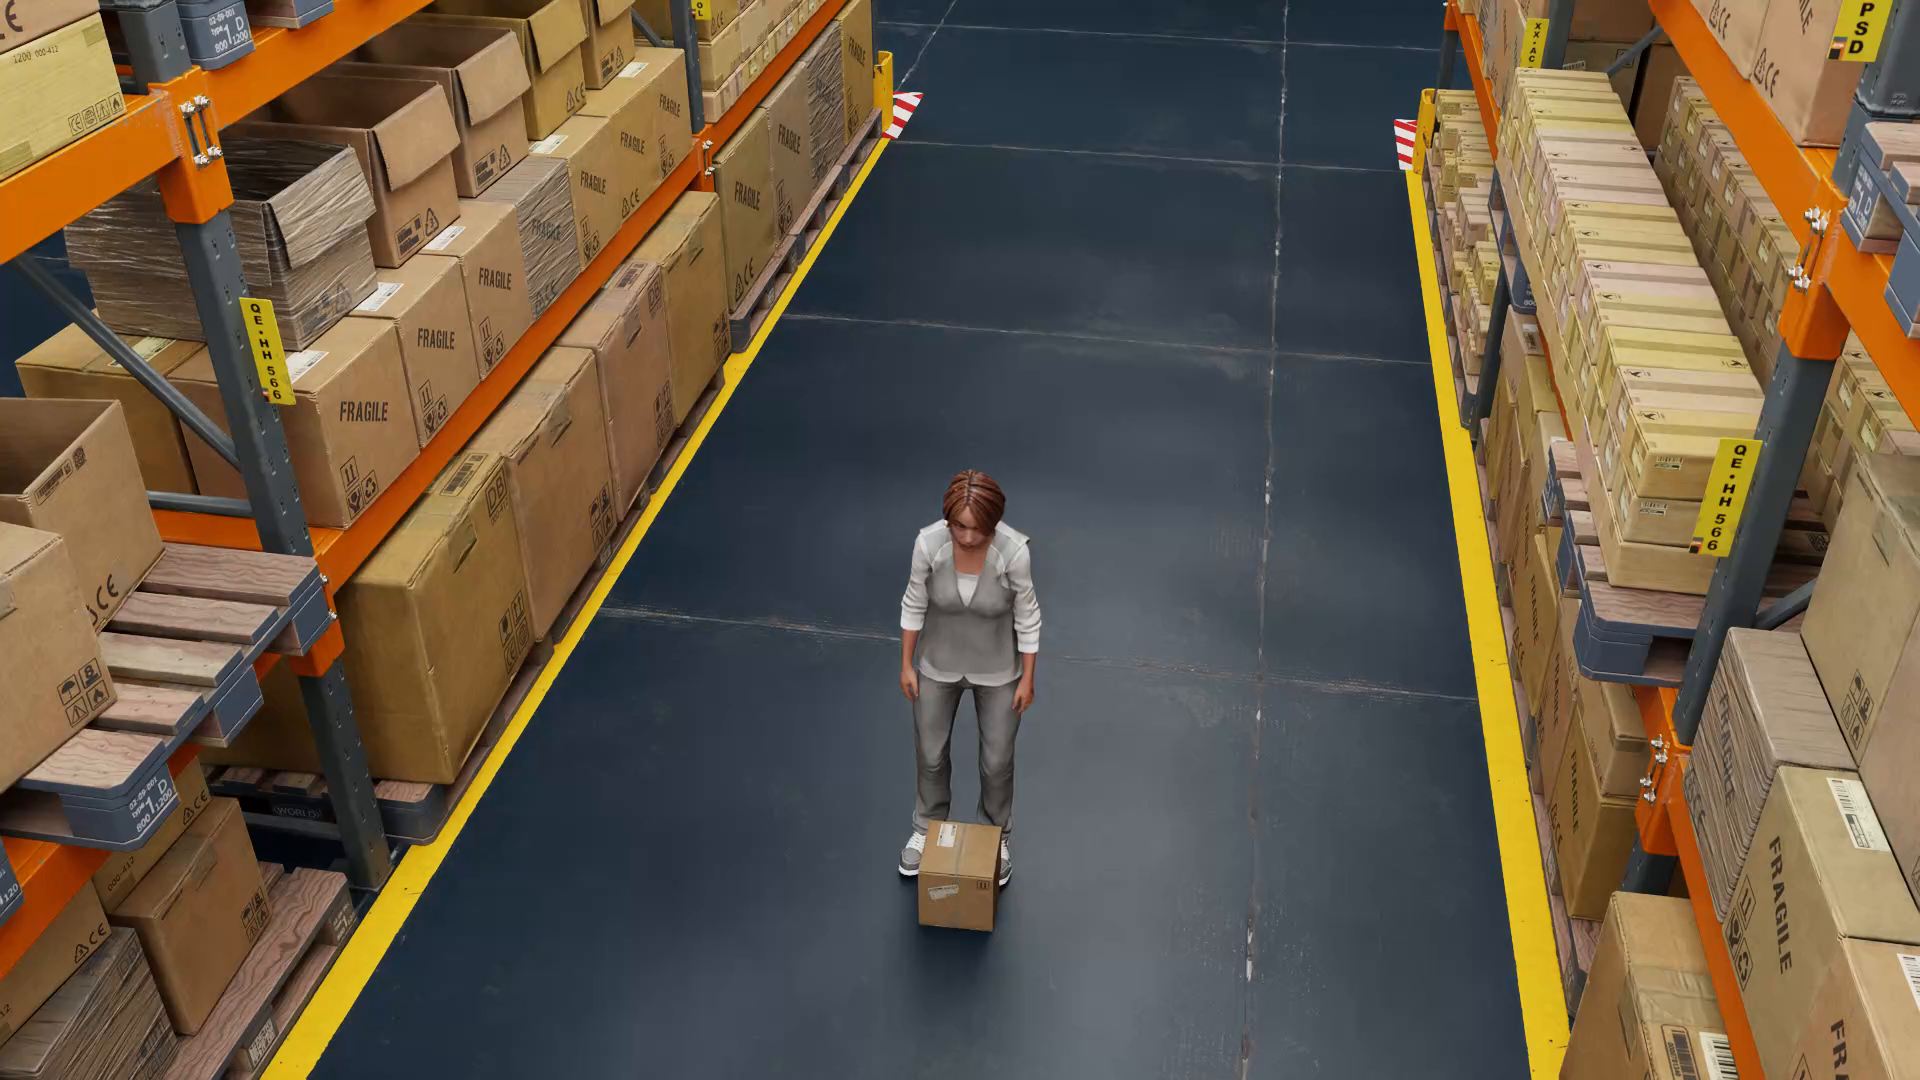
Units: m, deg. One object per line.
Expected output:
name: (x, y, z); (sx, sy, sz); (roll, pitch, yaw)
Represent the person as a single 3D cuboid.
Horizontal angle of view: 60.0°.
person: (0.024, 0.448, 5.471); (0.451, 1.574, 0.344); (4, 33, 7)
